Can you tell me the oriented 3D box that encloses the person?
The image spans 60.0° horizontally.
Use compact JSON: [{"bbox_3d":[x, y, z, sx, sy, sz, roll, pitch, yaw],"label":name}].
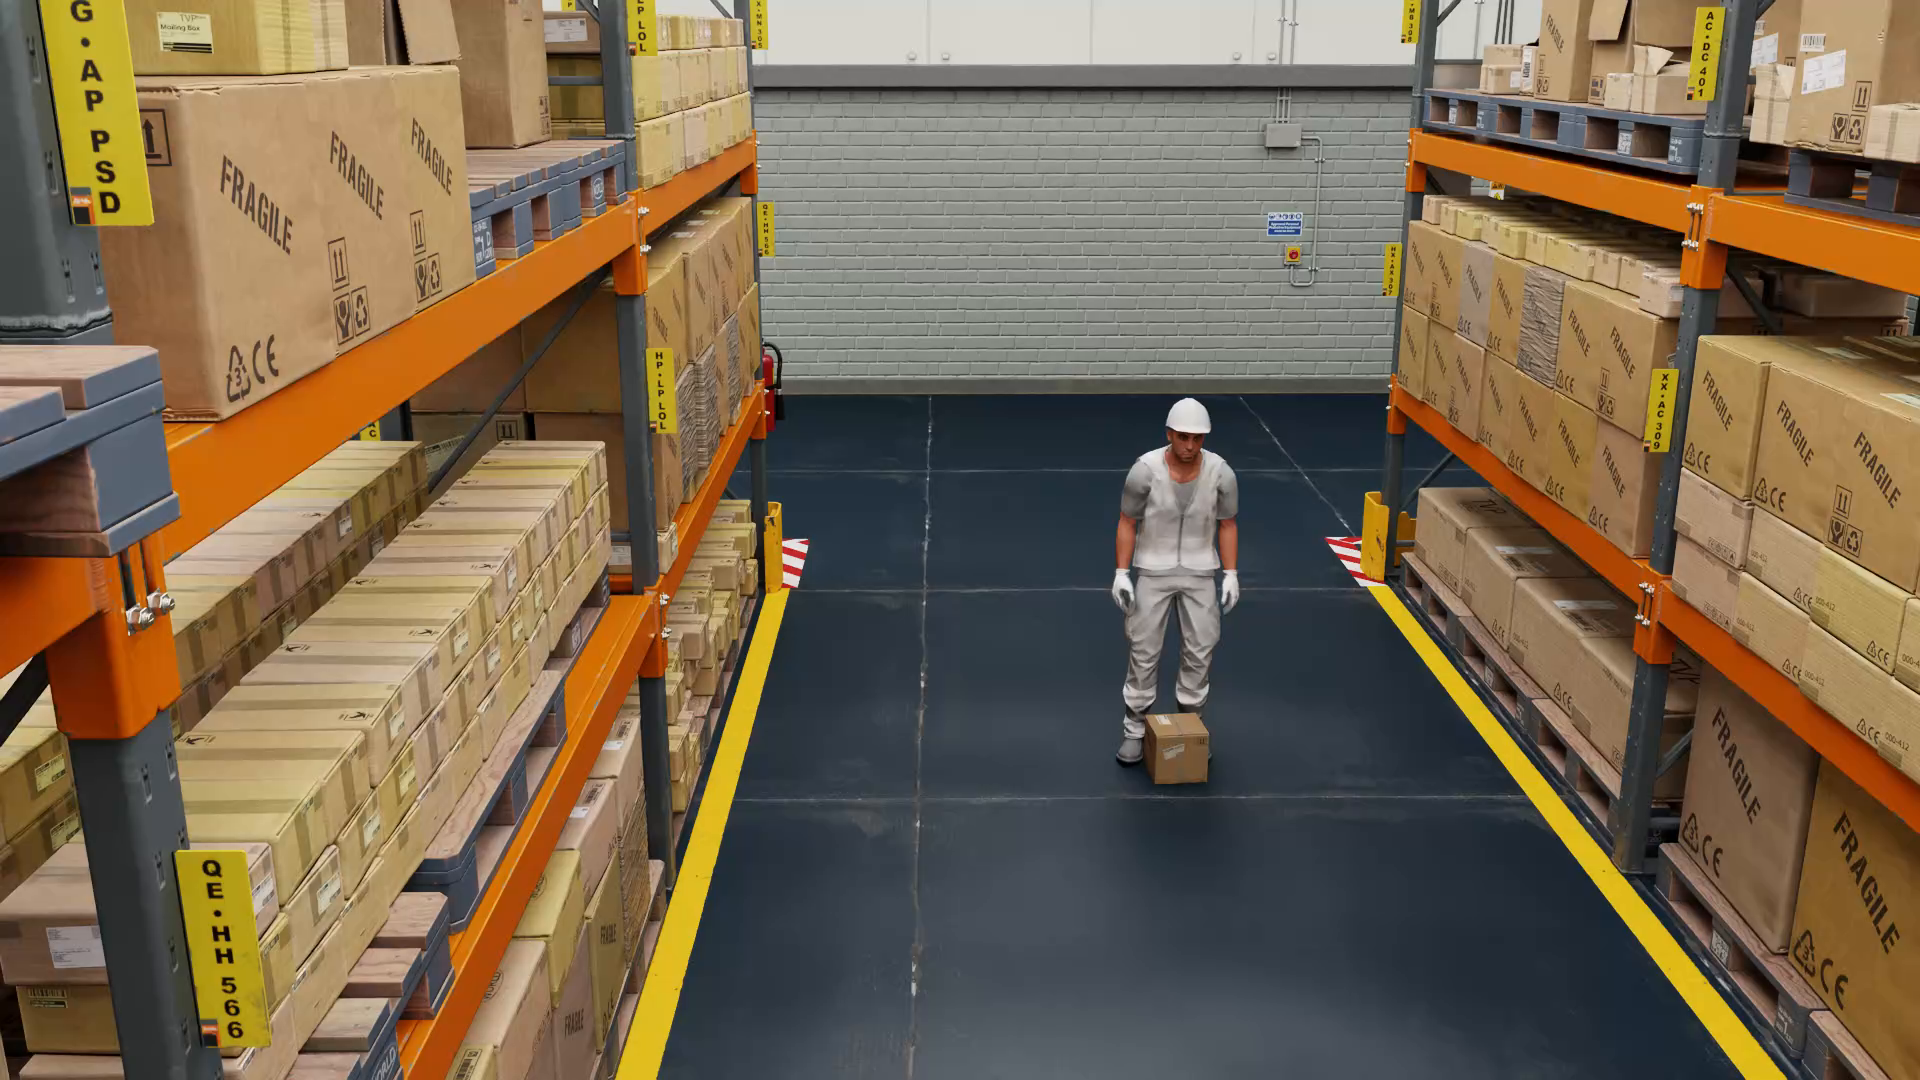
[{"bbox_3d":[1.024,0.191,7.889,0.609,1.780,0.448,0,17,0],"label":"person"}]
